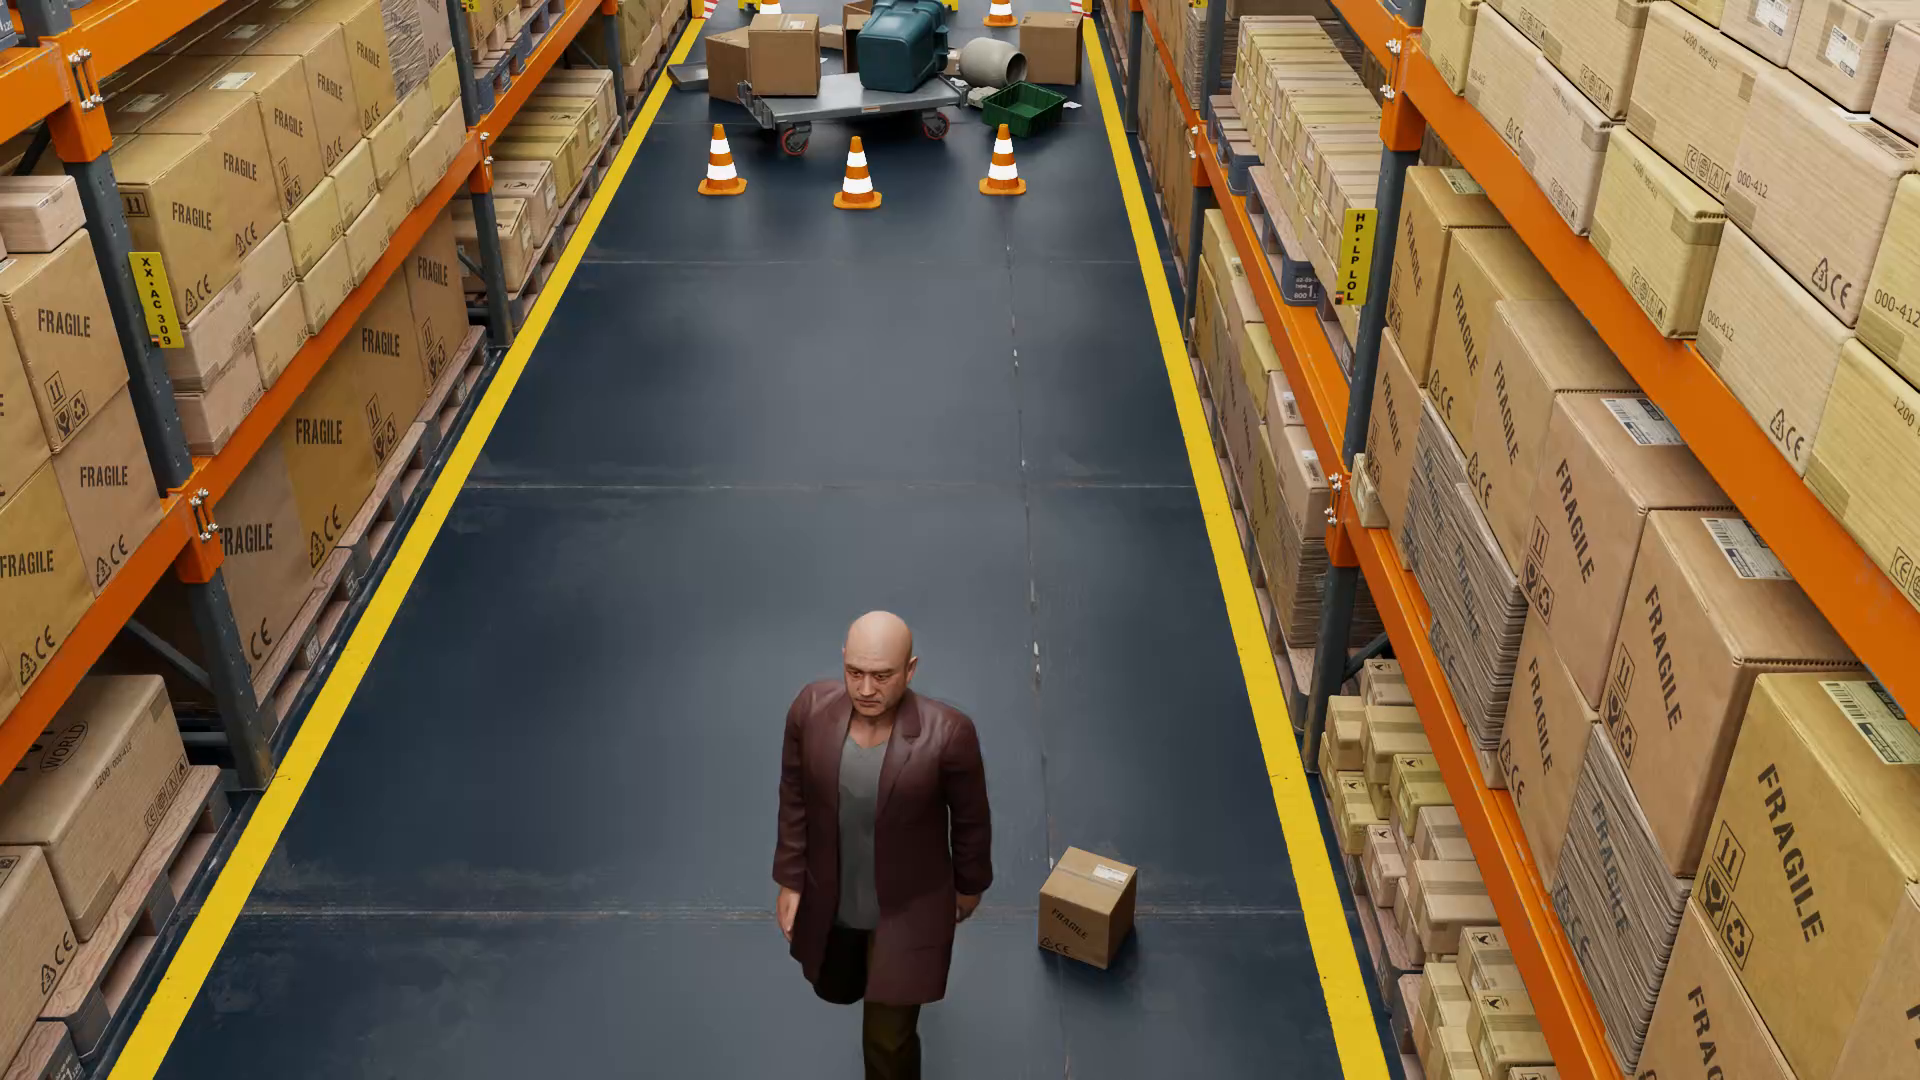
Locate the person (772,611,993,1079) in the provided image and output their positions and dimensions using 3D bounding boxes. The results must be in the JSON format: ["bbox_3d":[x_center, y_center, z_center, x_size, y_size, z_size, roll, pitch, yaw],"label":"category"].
[{"bbox_3d":[-0.213,0.929,4.585,0.578,1.745,0.932,11,33,17],"label":"person"}]
